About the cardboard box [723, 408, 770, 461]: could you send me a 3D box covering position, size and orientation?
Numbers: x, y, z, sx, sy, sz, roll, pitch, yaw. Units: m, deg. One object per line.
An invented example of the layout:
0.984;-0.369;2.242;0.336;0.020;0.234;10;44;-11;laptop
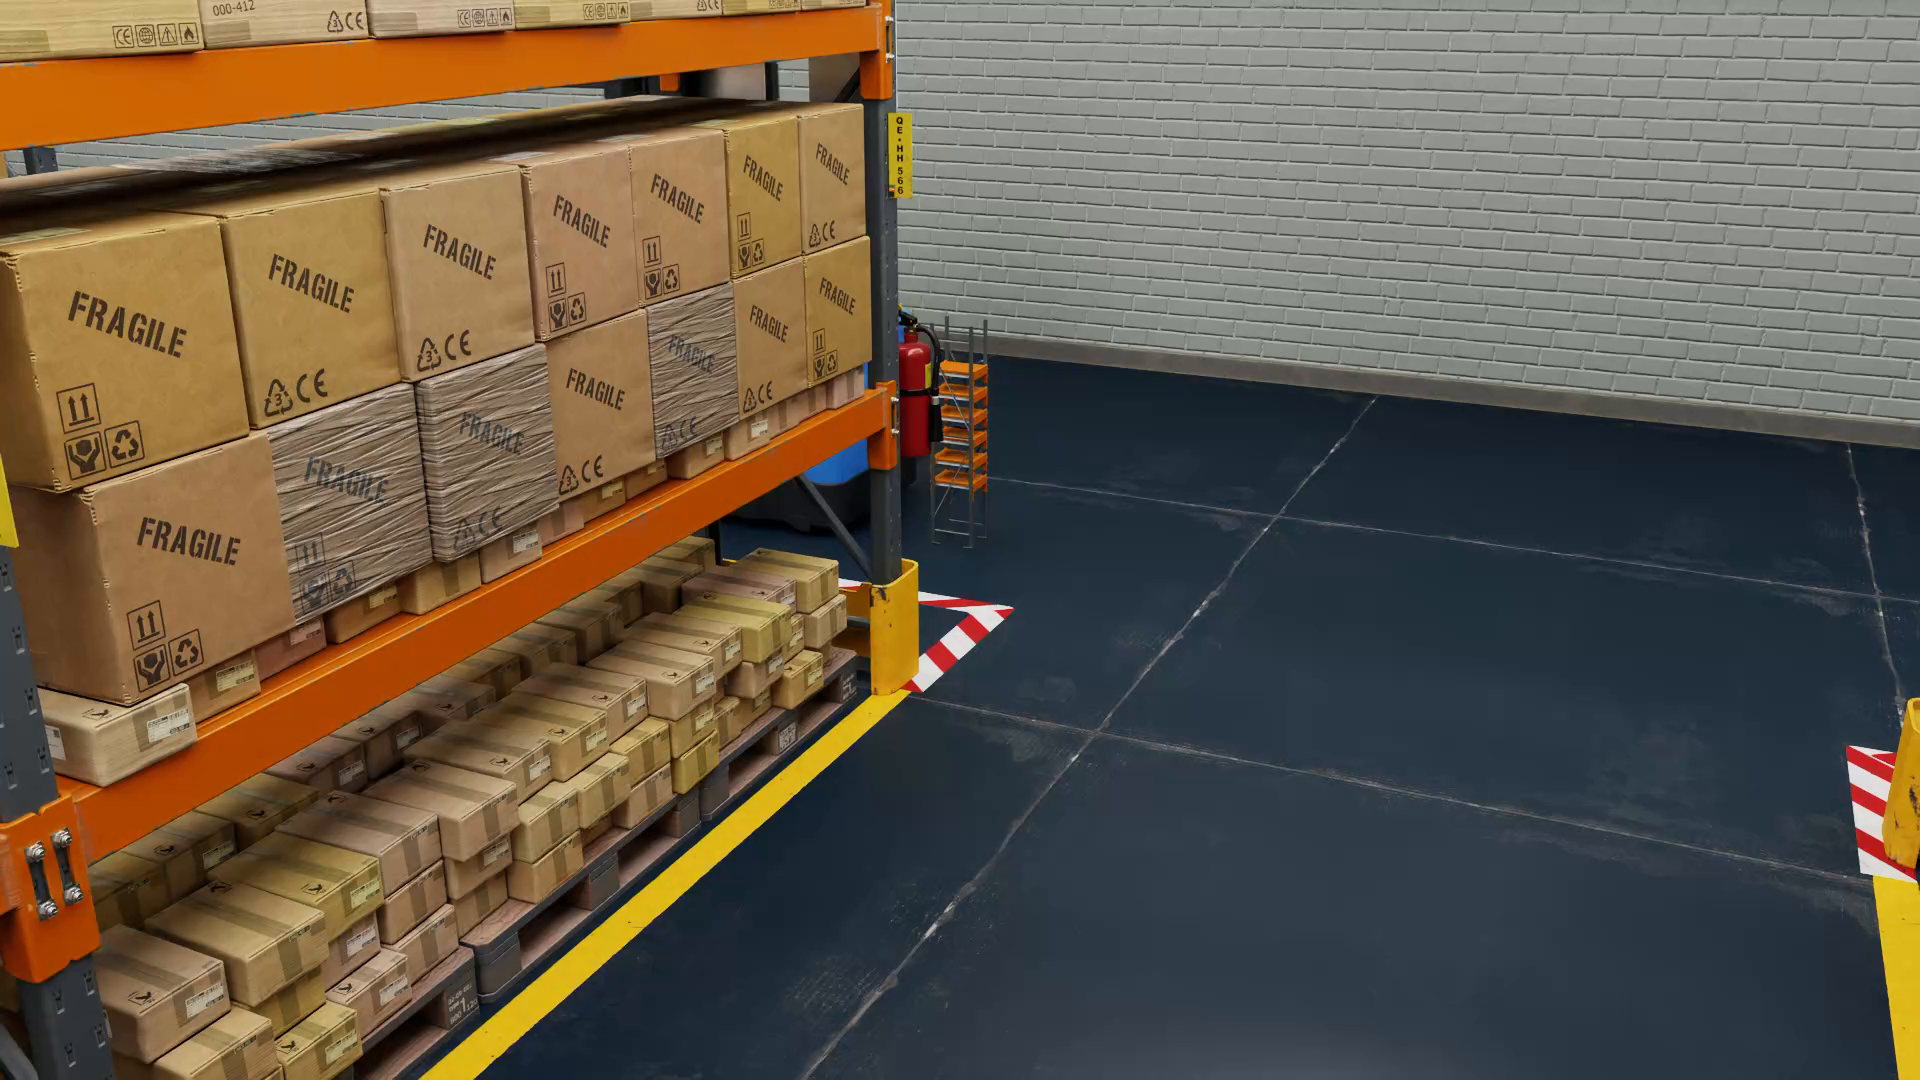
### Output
-0.916;-0.410;6.020;0.380;0.149;0.250;9;22;24;cardboard box

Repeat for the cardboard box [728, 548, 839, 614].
-0.718;0.164;6.771;0.380;0.149;0.250;9;21;23;cardboard box

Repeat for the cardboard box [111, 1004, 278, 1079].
-1.930;1.264;4.123;0.380;0.149;0.250;10;22;25;cardboard box

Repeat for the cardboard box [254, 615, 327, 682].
-1.856;0.224;4.237;0.380;0.149;0.250;8;21;20;cardboard box

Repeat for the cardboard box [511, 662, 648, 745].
-1.296;0.555;5.671;0.380;0.149;0.250;8;21;21;cardboard box

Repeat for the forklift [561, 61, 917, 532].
-1.818;-1.732;9.466;3.031;2.935;1.130;8;21;22;forklift

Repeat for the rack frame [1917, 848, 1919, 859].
3.825;-0.249;5.193;1.000;3.000;0.127;9;21;23;rack frame

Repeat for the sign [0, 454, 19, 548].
-1.863;-0.145;3.172;0.100;0.325;0.005;9;21;23;sign

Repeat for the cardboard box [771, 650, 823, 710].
-0.771;0.530;6.630;0.380;0.149;0.250;9;22;24;cardboard box

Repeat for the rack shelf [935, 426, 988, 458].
-0.006;-0.519;8.770;0.258;0.103;0.180;9;21;23;rack shelf

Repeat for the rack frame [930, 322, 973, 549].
-0.043;-0.533;8.677;0.240;1.200;0.006;9;21;23;rack frame

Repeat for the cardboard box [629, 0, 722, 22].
-1.095;-1.758;5.183;0.500;0.250;0.500;10;22;25;cardboard box

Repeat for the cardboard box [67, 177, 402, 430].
-1.765;-0.598;4.089;0.500;0.500;0.500;8;21;21;cardboard box

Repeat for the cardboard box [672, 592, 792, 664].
-0.863;0.330;6.305;0.380;0.149;0.250;8;21;21;cardboard box

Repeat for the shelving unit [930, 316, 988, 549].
-0.006;-0.561;8.755;0.258;1.200;0.189;9;21;23;shelving unit

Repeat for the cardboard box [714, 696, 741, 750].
-1.047;0.676;6.219;0.380;0.149;0.250;9;21;23;cardboard box

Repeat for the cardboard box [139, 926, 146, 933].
-2.432;1.106;4.566;0.380;0.149;0.250;7;21;20;cardboard box

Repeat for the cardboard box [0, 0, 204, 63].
-1.940;-1.123;3.396;0.500;0.250;0.500;10;22;25;cardboard box

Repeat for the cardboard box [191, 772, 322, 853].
-2.121;0.817;4.936;0.380;0.149;0.250;9;22;24;cardboard box

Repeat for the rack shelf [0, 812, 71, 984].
-3.189;1.276;1.979;1.077;0.370;4.000;9;21;23;rack shelf

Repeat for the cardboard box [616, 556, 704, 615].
-1.260;0.182;6.721;0.380;0.149;0.250;9;21;24;cardboard box

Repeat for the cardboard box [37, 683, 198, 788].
-1.956;0.402;3.737;0.380;0.149;0.250;9;22;25;cardboard box

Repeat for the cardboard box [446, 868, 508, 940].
-1.628;1.067;5.119;0.380;0.149;0.250;8;21;20;cardboard box

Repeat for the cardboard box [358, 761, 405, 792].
-1.931;0.799;5.430;0.380;0.149;0.250;7;21;20;cardboard box

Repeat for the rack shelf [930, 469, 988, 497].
-0.006;-0.293;8.851;0.258;0.103;0.180;9;21;23;rack shelf

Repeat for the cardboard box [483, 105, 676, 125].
-1.359;-1.300;6.062;0.500;0.500;0.500;9;22;24;cardboard box

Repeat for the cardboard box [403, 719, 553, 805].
-1.514;0.709;5.238;0.380;0.149;0.250;8;21;20;cardboard box

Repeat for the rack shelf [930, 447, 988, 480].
-0.006;-0.406;8.810;0.258;0.103;0.180;9;21;23;rack shelf

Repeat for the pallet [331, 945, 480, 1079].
-2.128;1.429;4.636;1.003;0.211;1.213;9;21;23;pallet

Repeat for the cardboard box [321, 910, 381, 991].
-1.841;1.094;4.599;0.380;0.149;0.250;8;21;22;cardboard box

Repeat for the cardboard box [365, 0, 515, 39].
-1.512;-1.434;4.270;0.500;0.250;0.500;10;22;25;cardboard box

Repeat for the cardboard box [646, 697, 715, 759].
-1.100;0.627;5.912;0.380;0.149;0.250;9;21;24;cardboard box

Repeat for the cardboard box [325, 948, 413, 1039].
-1.765;1.239;4.636;0.380;0.149;0.250;8;21;22;cardboard box

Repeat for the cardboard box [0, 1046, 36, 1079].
-2.521;1.304;4.453;0.380;0.149;0.250;9;21;23;cardboard box

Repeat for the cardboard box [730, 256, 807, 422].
-0.897;-0.755;6.023;0.500;0.500;0.500;8;21;22;cardboard box

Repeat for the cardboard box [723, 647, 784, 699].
-0.899;0.467;6.362;0.380;0.149;0.250;8;21;20;cardboard box

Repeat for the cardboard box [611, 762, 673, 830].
-1.224;0.843;5.748;0.380;0.149;0.250;9;21;24;cardboard box

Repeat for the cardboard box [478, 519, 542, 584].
-1.461;-0.007;4.888;0.380;0.149;0.250;10;22;25;cardboard box

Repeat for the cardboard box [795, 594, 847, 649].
-0.688;0.308;6.810;0.380;0.149;0.250;8;21;21;cardboard box

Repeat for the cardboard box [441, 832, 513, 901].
-1.594;0.932;5.057;0.380;0.149;0.250;10;22;25;cardboard box

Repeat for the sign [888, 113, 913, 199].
-0.234;-1.510;6.538;0.100;0.325;0.005;9;21;23;sign

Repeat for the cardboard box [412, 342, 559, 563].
-1.502;-0.280;4.687;0.500;0.500;0.500;8;21;22;cardboard box

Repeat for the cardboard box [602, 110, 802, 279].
-0.900;-1.227;5.857;0.500;0.500;0.500;8;21;21;cardboard box

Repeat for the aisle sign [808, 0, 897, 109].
-0.429;-2.103;6.527;0.394;0.787;0.004;9;21;23;aisle sign

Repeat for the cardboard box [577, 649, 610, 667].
-1.568;0.459;6.385;0.380;0.149;0.250;9;22;24;cardboard box

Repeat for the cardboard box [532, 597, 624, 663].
-1.506;0.329;6.309;0.380;0.149;0.250;7;21;20;cardboard box

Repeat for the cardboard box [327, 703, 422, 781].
-1.995;0.637;5.441;0.380;0.149;0.250;8;21;21;cardboard box

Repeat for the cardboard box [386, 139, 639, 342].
-1.319;-0.905;4.950;0.500;0.500;0.500;8;21;21;cardboard box

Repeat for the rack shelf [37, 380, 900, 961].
-1.551;0.053;5.417;1.077;0.370;4.000;9;21;23;rack shelf

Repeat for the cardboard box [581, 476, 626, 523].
-1.310;-0.176;5.361;0.380;0.149;0.250;9;21;24;cardboard box

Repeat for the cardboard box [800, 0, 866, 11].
-0.677;-2.065;6.045;0.500;0.250;0.500;8;21;22;cardboard box

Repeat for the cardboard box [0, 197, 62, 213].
-2.425;-0.514;3.852;0.500;0.500;0.500;8;21;21;cardboard box

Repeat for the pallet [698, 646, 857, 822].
-1.128;0.683;6.733;1.003;0.211;1.213;9;21;23;pallet

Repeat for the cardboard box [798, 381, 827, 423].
-0.744;-0.570;6.469;0.380;0.149;0.250;9;21;23;cardboard box

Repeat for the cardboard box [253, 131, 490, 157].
-1.798;-0.988;5.184;0.500;0.500;0.500;8;21;21;cardboard box

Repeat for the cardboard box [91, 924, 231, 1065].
-2.040;1.113;4.101;0.380;0.149;0.250;10;22;25;cardboard box

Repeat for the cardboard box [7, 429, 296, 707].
-1.938;0.021;3.839;0.500;0.500;0.500;8;21;22;cardboard box

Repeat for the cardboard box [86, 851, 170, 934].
-2.394;0.962;4.526;0.380;0.149;0.250;9;21;23;cardboard box

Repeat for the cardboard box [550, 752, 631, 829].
-1.309;0.791;5.451;0.380;0.149;0.250;9;21;23;cardboard box

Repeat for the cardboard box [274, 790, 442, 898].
-1.729;0.870;4.785;0.380;0.149;0.250;8;21;21;cardboard box
